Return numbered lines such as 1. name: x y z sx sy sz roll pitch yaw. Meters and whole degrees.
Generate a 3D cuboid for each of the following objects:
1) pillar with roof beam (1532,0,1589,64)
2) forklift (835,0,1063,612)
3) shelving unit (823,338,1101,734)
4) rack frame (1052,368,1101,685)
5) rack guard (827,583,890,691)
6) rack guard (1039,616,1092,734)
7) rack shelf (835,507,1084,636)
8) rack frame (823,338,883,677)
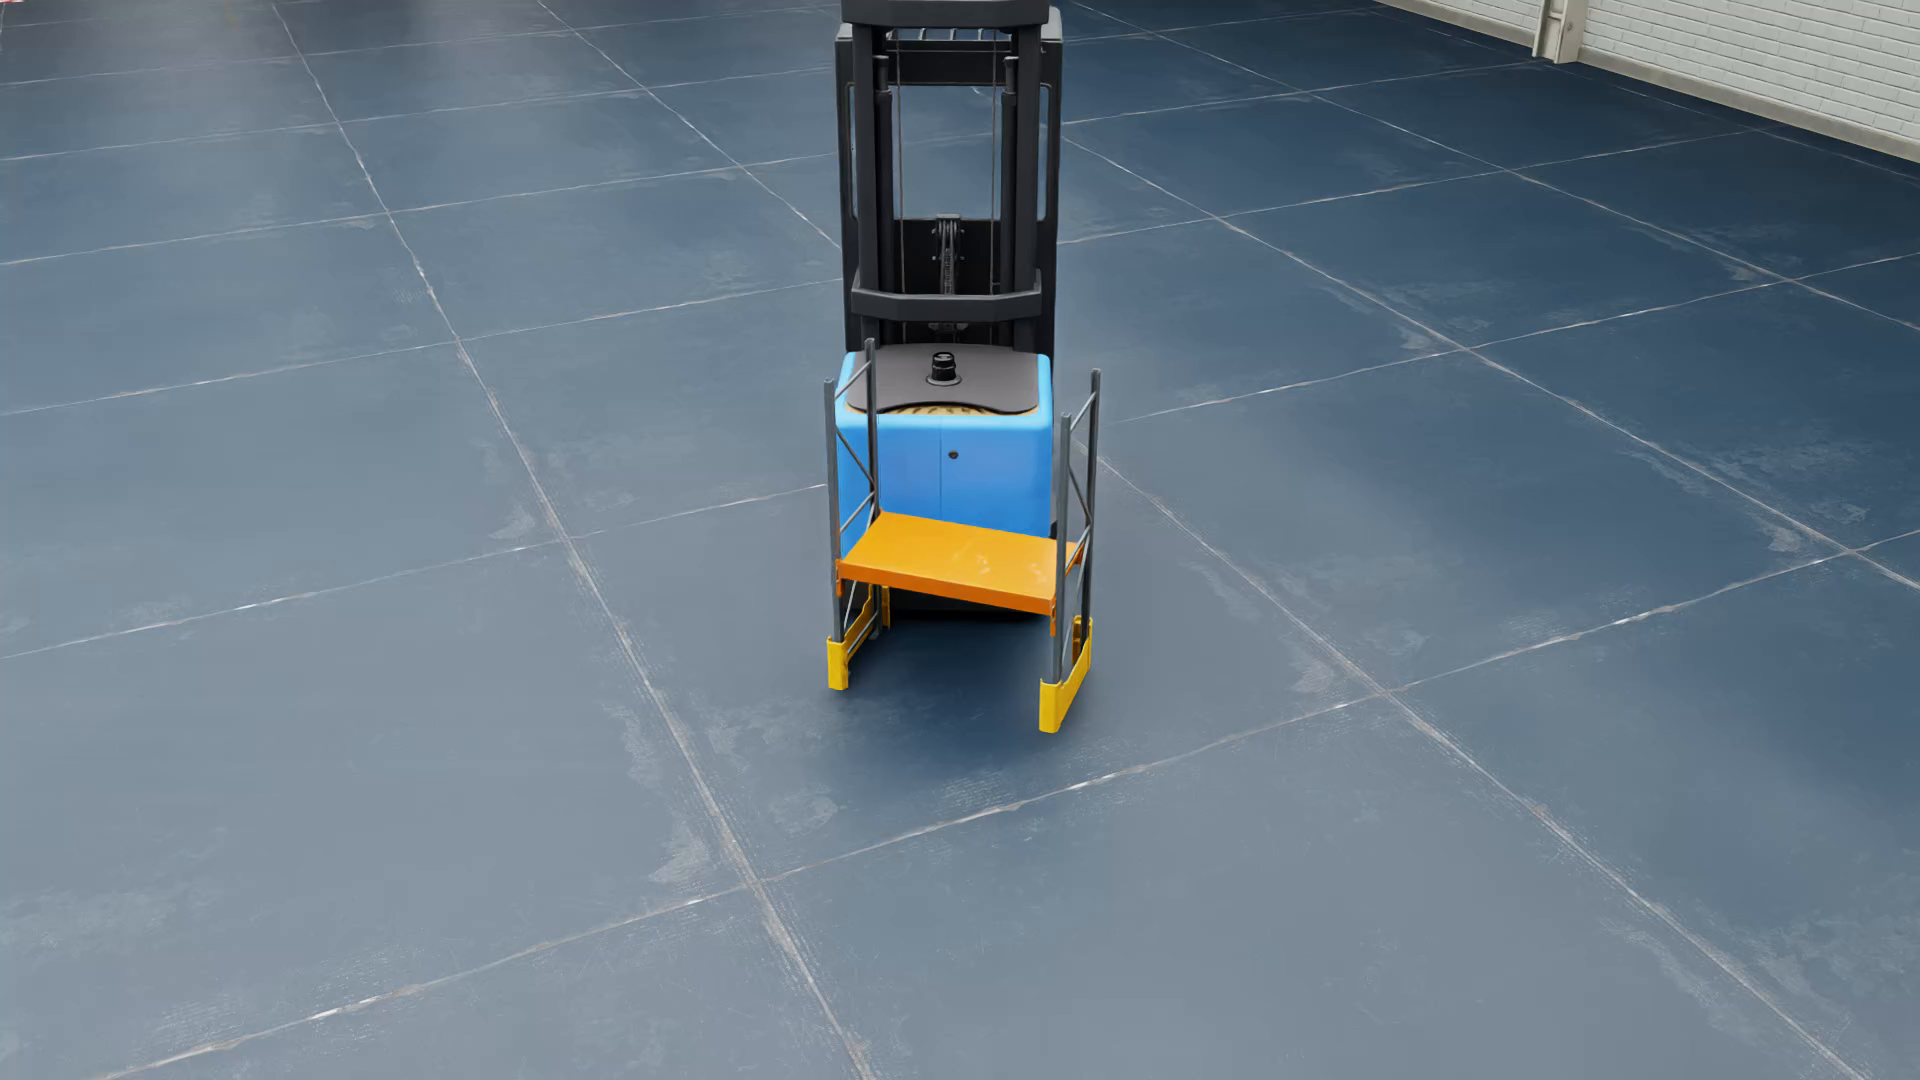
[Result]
1. pillar with roof beam: 2.590 -8.264 14.287 9.100 9.000 0.400 -13 32 -22
2. forklift: -0.045 -1.616 8.635 1.130 2.935 3.031 1 29 1
3. shelving unit: 0.005 -0.030 7.270 1.083 1.500 0.587 10 31 17
4. rack frame: 0.494 0.053 7.122 0.032 1.500 0.500 10 31 17
5. rack guard: -0.466 0.435 7.718 0.087 0.250 0.587 10 31 17
6. rack guard: 0.475 0.595 7.433 0.087 0.250 0.587 10 31 17
7. rack shelf: 0.013 0.128 7.355 1.000 0.185 0.538 10 31 17
8. rack frame: -0.467 -0.110 7.413 0.032 1.500 0.500 10 31 17
